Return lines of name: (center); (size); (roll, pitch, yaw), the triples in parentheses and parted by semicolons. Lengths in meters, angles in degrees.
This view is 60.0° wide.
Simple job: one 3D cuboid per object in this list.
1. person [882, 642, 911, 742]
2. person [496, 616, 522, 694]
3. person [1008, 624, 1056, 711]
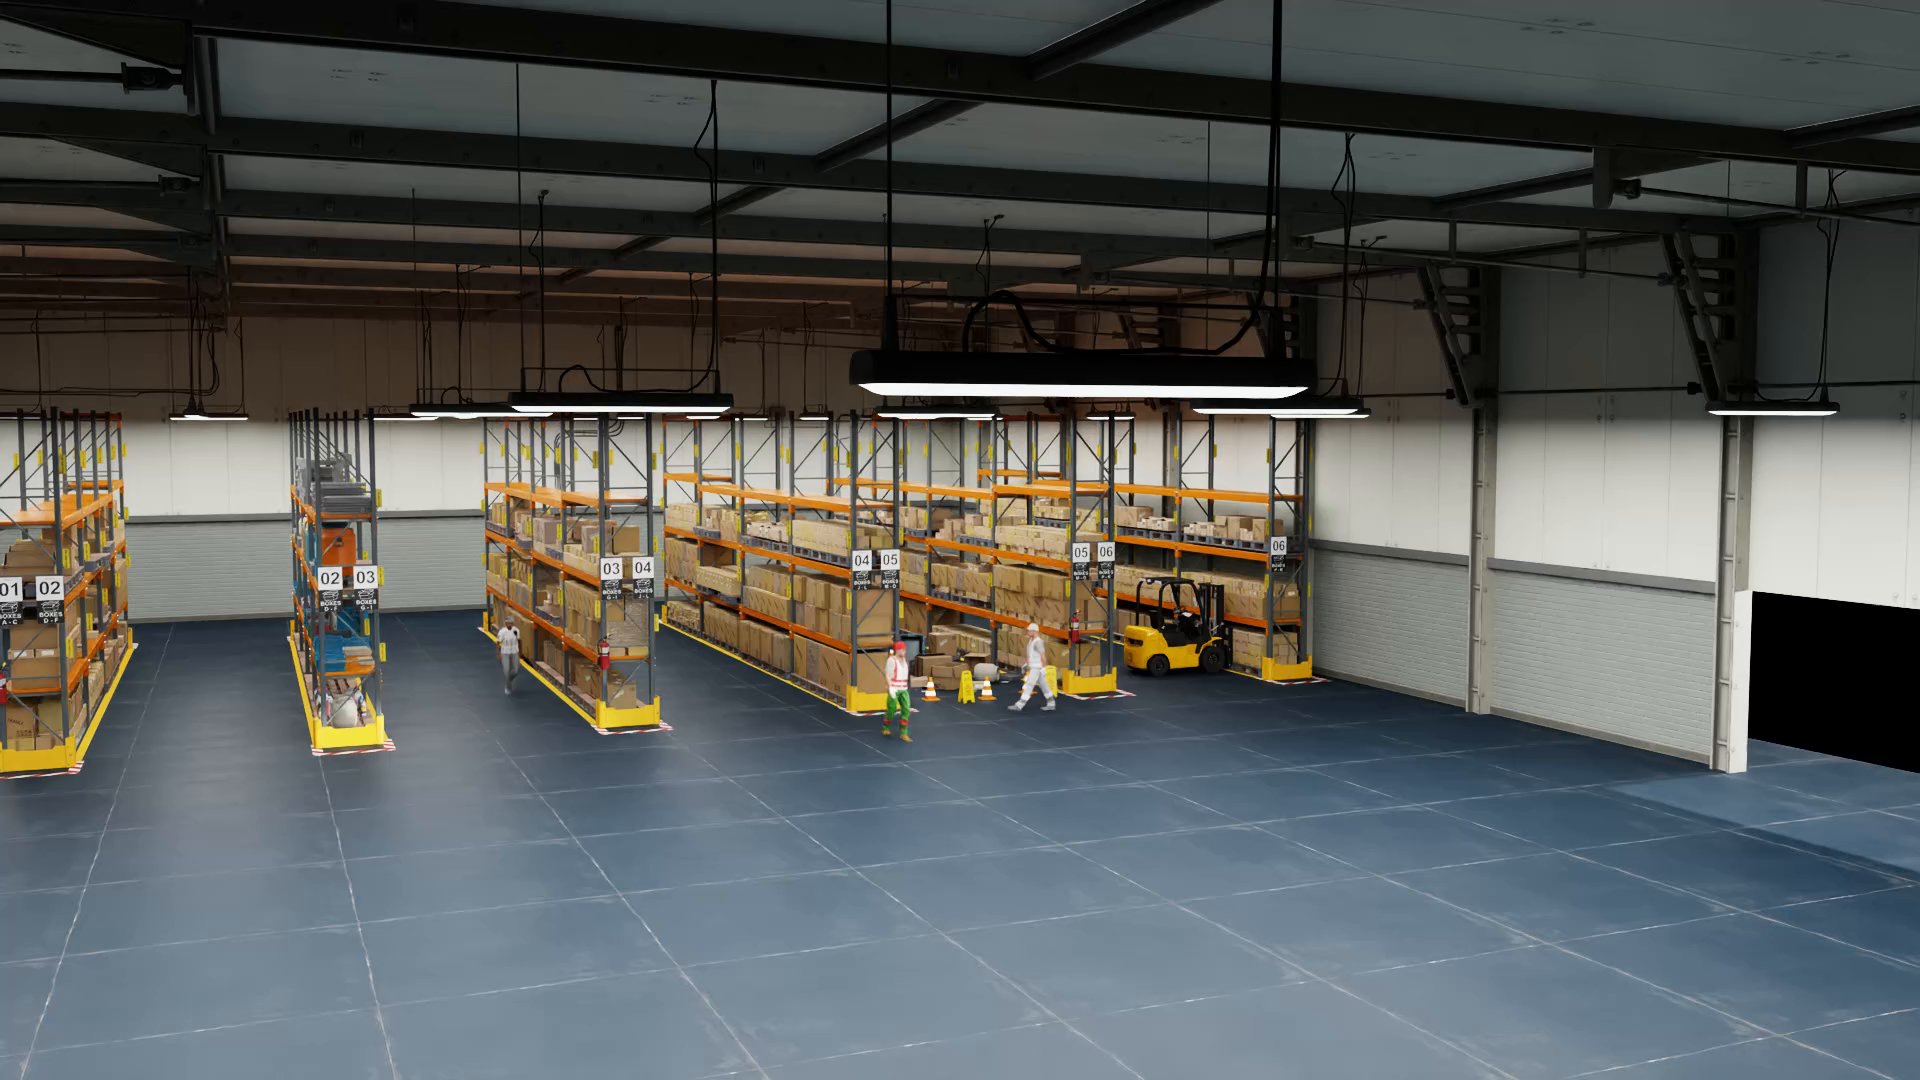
person: (-1.118, 2.740, 30.192); (0.631, 1.787, 0.778); (-4, 6, -44)
person: (-9.622, 2.426, 35.452); (0.540, 1.658, 0.554); (-2, 5, -29)
person: (1.405, 2.519, 32.908); (1.009, 1.732, 0.537); (0, 4, -7)
